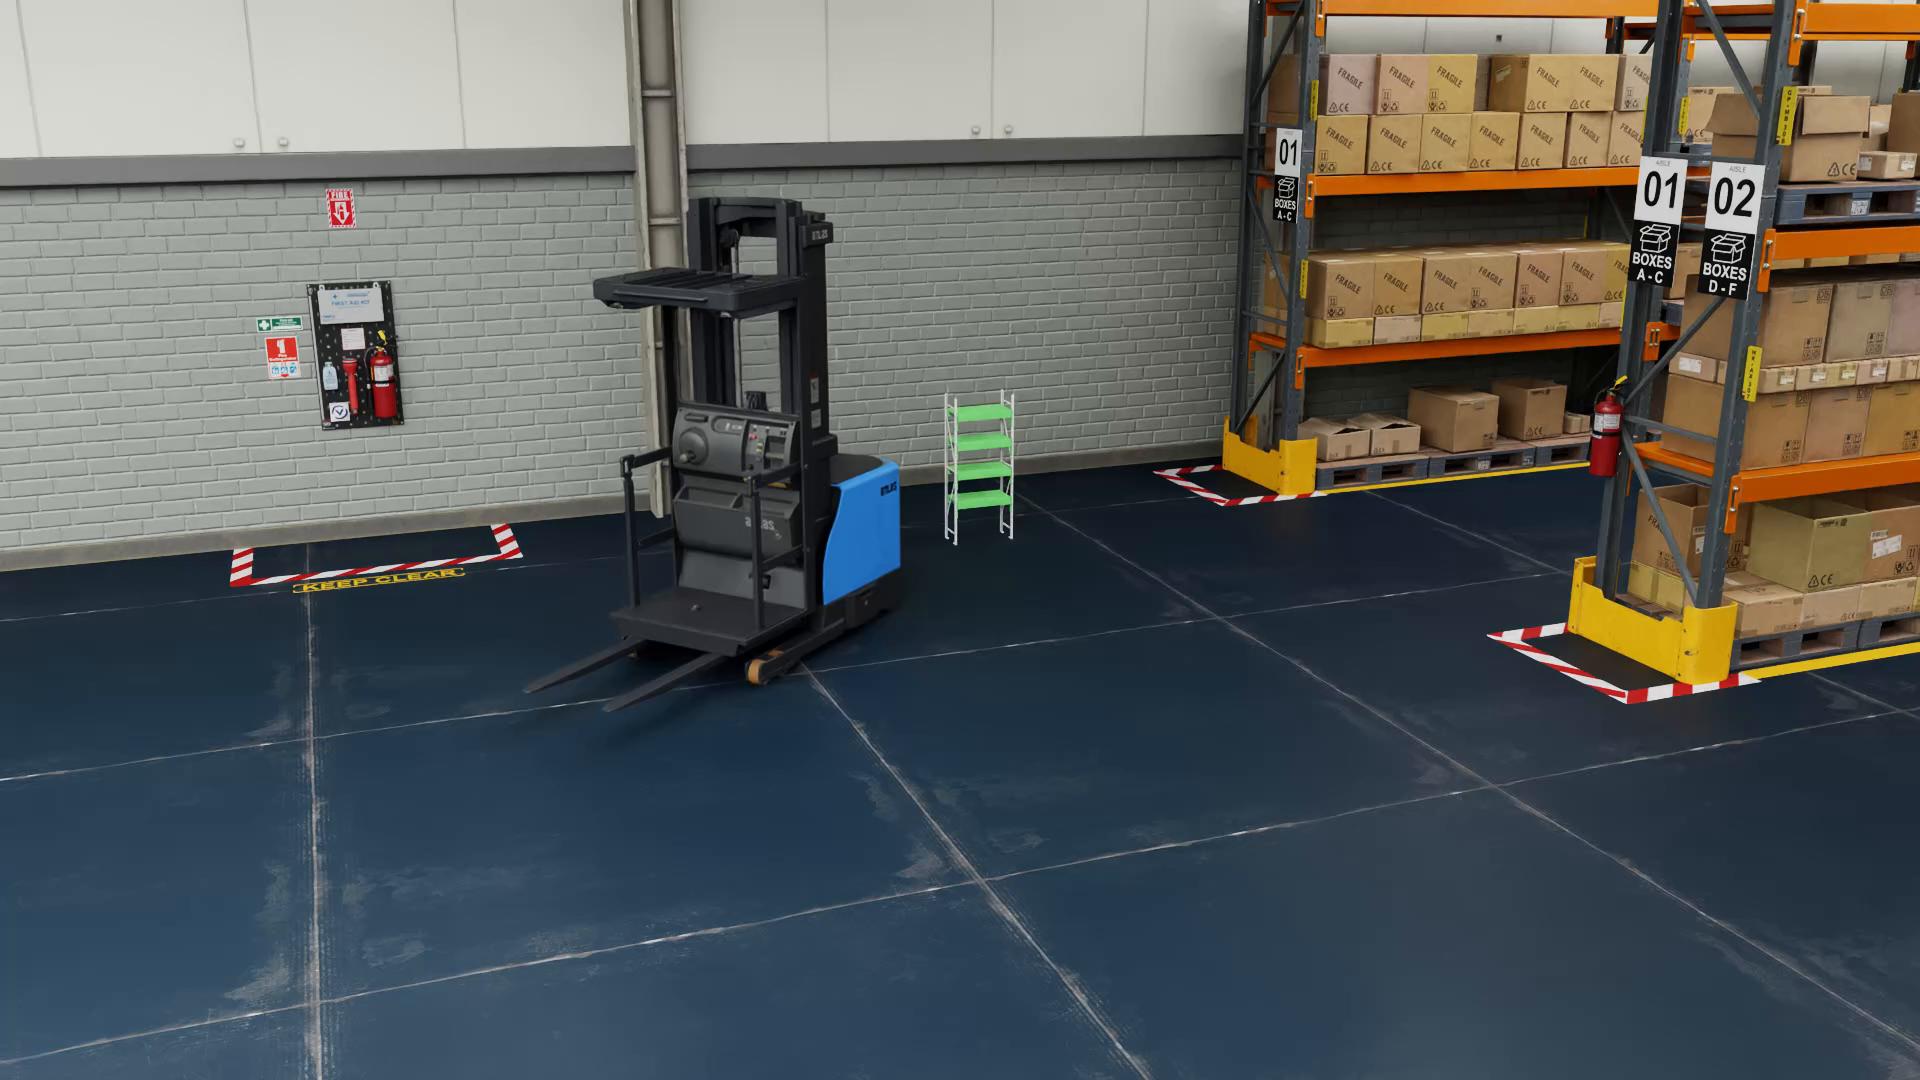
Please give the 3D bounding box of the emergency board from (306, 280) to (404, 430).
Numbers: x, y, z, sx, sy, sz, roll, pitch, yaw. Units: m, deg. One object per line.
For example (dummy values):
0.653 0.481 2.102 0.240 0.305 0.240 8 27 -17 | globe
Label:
-4.786 -1.450 13.213 0.643 1.169 0.194 -6 17 -20 | emergency board

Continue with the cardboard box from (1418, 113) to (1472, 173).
4.193 -3.559 14.857 0.500 0.500 0.500 -5 17 -18 | cardboard box

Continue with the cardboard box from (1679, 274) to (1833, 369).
5.060 -1.413 10.605 0.500 0.500 0.700 -6 17 -20 | cardboard box

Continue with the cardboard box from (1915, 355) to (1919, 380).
6.215 -1.166 10.915 0.250 0.149 0.380 -6 18 -21 | cardboard box

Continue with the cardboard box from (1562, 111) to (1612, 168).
5.669 -3.733 15.449 0.500 0.500 0.500 -8 18 -25 | cardboard box

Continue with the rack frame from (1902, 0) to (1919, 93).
10.264 -5.681 16.973 0.127 3.000 1.000 -6 17 -20 | rack frame

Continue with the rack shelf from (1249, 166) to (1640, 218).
4.661 -3.292 15.437 4.000 0.370 1.077 -6 17 -20 | rack shelf

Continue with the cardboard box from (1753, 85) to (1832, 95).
8.220 -4.247 16.489 0.500 0.500 0.500 -7 18 -22 | cardboard box

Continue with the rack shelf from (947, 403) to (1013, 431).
0.155 -0.992 13.369 0.480 0.148 0.258 -6 17 -20 | rack shelf

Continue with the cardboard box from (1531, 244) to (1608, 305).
5.734 -2.516 15.742 0.500 0.500 0.500 -6 17 -20 | cardboard box

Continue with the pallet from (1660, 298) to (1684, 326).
7.295 -2.346 16.604 1.213 0.211 1.003 -6 17 -20 | pallet

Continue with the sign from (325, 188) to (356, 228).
-4.829 -2.588 12.973 0.199 0.298 0.001 -6 17 -20 | sign

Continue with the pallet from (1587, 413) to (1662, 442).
7.255 -1.140 17.107 1.213 0.211 1.003 -6 17 -20 | pallet

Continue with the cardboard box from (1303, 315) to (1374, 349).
3.363 -1.899 14.973 0.500 0.250 0.500 -7 18 -22 | cardboard box

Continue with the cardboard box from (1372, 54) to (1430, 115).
3.727 -3.985 14.533 0.500 0.500 0.500 -6 18 -21 | cardboard box

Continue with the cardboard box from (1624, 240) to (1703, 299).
7.016 -2.701 16.513 0.500 0.500 0.700 -6 17 -20 | cardboard box

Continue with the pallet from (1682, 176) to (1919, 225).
5.239 -2.154 10.444 1.213 0.211 1.003 -6 17 -20 | pallet

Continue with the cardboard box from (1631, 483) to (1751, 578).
4.964 -0.068 11.308 0.500 0.500 0.500 -6 17 -20 | cardboard box

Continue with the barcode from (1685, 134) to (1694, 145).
4.679 -2.568 10.666 0.075 0.075 0.001 -6 17 -20 | barcode

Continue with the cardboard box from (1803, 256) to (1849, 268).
8.673 -2.880 17.124 0.500 0.500 0.700 -6 17 -20 | cardboard box

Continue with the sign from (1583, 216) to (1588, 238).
6.327 -3.101 16.778 0.005 0.325 0.100 -6 17 -20 | sign

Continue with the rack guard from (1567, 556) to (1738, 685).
4.547 0.509 10.979 0.348 0.500 1.175 -6 17 -20 | rack guard

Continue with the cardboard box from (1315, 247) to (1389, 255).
3.631 -2.445 15.501 0.500 0.500 0.500 -6 17 -19 | cardboard box

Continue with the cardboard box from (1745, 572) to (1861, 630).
5.616 0.378 11.123 0.500 0.250 0.500 -6 17 -20 | cardboard box

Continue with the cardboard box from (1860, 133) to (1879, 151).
5.551 -2.515 10.786 0.500 0.250 0.500 -6 17 -20 | cardboard box

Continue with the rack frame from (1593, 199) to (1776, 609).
4.570 -0.693 10.635 0.127 3.000 1.000 -6 17 -20 | rack frame

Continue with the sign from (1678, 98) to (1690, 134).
6.730 -3.945 15.466 0.005 0.325 0.100 -6 17 -20 | sign

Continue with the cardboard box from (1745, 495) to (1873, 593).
5.616 0.018 11.016 0.500 0.500 0.500 -6 17 -20 | cardboard box

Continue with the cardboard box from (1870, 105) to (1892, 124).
9.020 -4.195 17.017 0.637 0.503 0.797 -4 17 -12 | cardboard box

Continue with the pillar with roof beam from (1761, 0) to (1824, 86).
10.281 -4.645 13.445 0.400 9.000 9.100 -6 17 -20 | pillar with roof beam

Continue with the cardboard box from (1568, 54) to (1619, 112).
5.647 -4.196 15.251 0.500 0.500 0.500 -5 17 -17 | cardboard box

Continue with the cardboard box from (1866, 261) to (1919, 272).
6.487 -1.569 11.136 0.500 0.500 0.700 -6 17 -20 | cardboard box

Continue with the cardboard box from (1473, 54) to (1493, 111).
4.549 -4.235 15.386 0.500 0.500 0.500 -6 17 -20 | cardboard box

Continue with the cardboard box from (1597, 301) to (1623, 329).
6.195 -2.210 16.029 0.500 0.250 0.500 -6 17 -20 | cardboard box

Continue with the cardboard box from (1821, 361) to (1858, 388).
5.492 -1.087 10.649 0.250 0.149 0.380 -6 17 -20 | cardboard box

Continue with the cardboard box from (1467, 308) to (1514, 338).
4.793 -2.056 15.505 0.500 0.250 0.500 -6 17 -20 | cardboard box

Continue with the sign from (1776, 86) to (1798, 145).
4.763 -2.443 9.579 0.005 0.325 0.100 -6 17 -20 | sign

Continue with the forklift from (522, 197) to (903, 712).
-1.562 -0.634 10.554 1.130 2.935 3.031 9 19 27 | forklift

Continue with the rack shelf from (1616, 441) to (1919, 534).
6.437 -0.550 11.423 4.000 0.370 1.077 -6 17 -20 | rack shelf

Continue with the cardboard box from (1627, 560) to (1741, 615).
4.965 0.293 11.412 0.500 0.250 0.500 -6 17 -20 | cardboard box

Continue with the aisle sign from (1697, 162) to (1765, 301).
4.618 -1.853 9.972 0.004 0.787 0.394 -6 17 -20 | aisle sign

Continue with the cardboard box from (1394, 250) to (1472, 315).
4.297 -2.360 15.212 0.500 0.500 0.500 -7 18 -22 | cardboard box

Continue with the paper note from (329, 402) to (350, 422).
-4.976 -1.028 13.338 0.142 0.148 0.016 -6 17 -20 | paper note

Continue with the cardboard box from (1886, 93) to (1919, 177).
6.218 -2.545 10.445 0.500 0.500 0.500 -6 17 -20 | cardboard box

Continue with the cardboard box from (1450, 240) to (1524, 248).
5.063 -2.604 16.043 0.500 0.500 0.500 -6 17 -19 | cardboard box

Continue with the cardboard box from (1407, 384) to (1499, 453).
4.707 -1.172 15.922 0.500 0.500 0.700 -7 18 -24 | cardboard box

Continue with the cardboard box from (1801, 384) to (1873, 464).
5.499 -0.839 10.954 0.500 0.500 0.700 -6 17 -19 | cardboard box

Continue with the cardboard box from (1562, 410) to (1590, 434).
6.040 -1.189 16.572 0.250 0.166 0.380 -9 18 -27 | cardboard box

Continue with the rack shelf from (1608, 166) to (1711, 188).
8.396 -3.695 16.811 4.000 0.370 1.077 -6 17 -20 | rack shelf

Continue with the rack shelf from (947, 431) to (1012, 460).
0.155 -0.761 13.436 0.480 0.148 0.258 -6 17 -20 | rack shelf

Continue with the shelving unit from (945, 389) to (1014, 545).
0.155 -0.592 13.486 0.503 1.200 0.258 -6 17 -20 | shelving unit

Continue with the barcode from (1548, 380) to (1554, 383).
5.939 -1.573 16.720 0.075 0.075 0.001 -6 17 -20 | barcode
